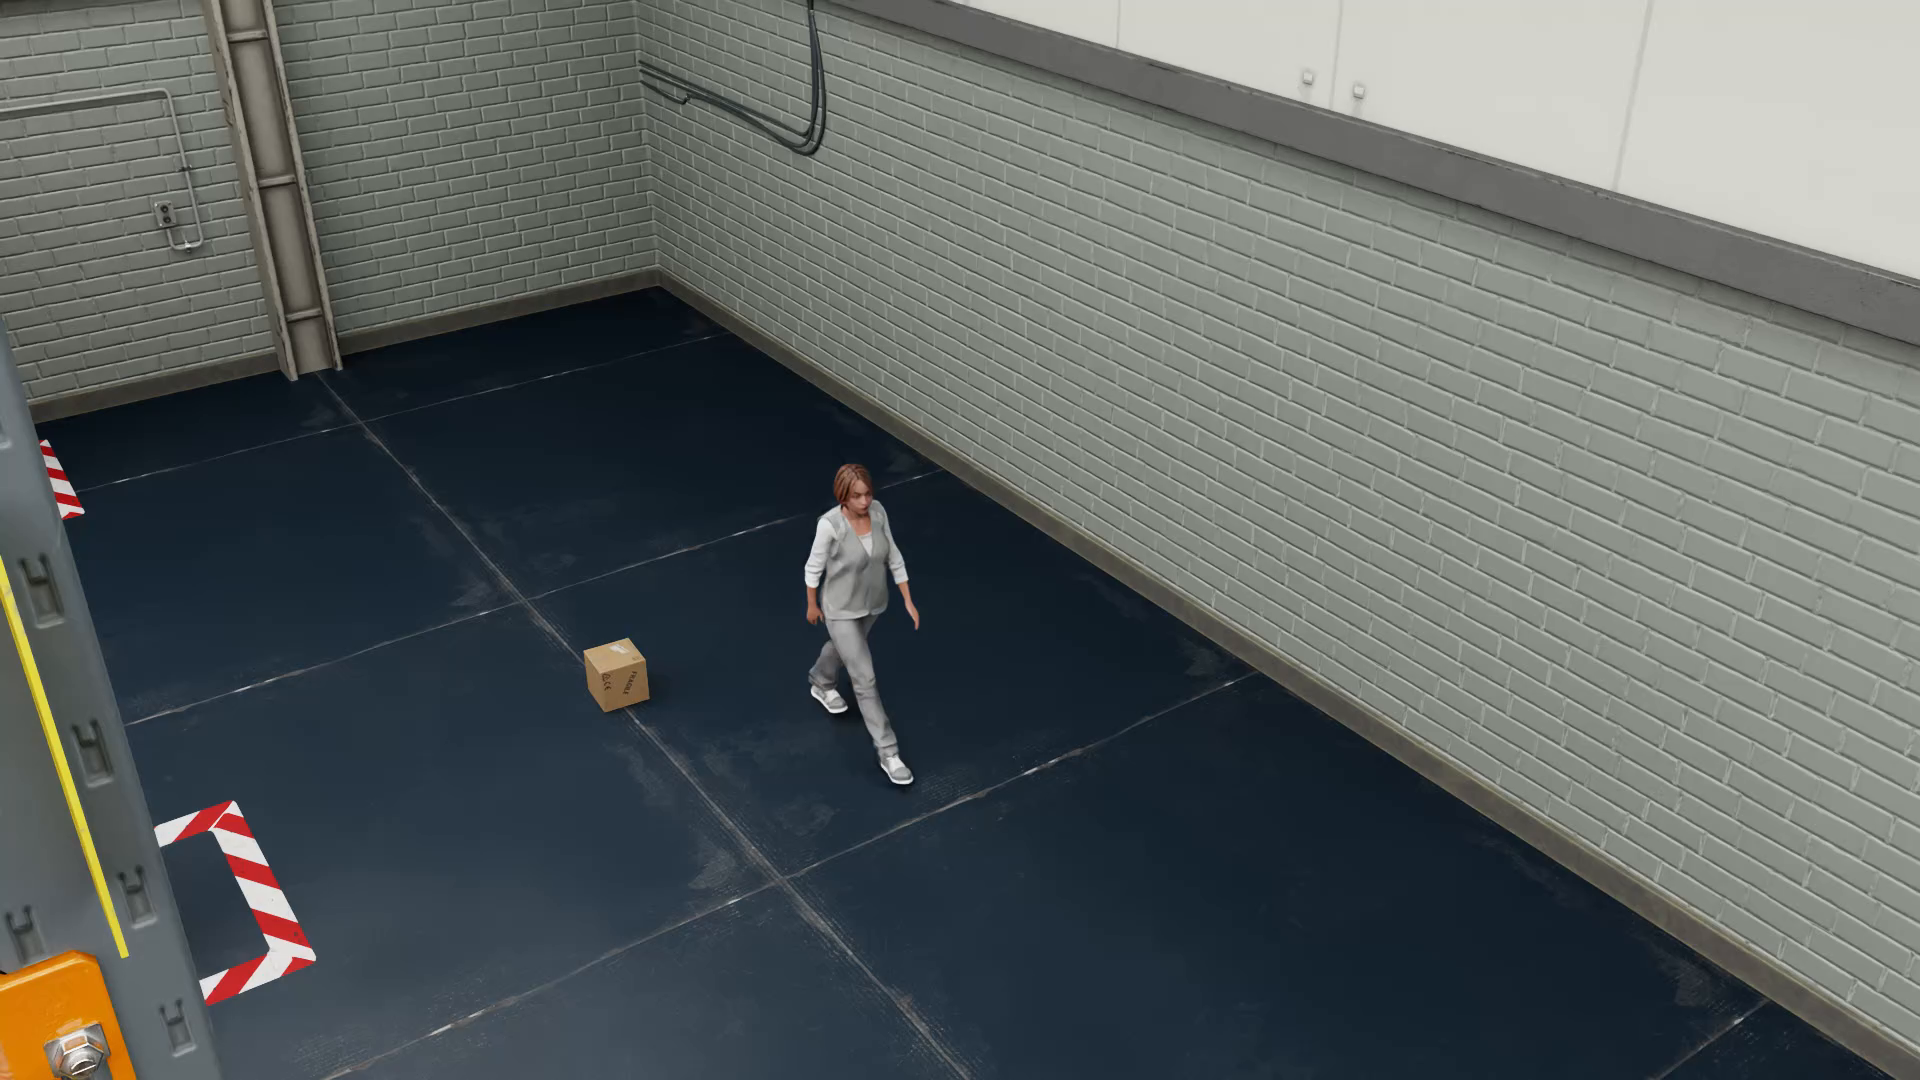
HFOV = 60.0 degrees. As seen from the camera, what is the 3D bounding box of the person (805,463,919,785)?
[{"bbox_3d":[-0.472,0.321,8.074,0.444,1.531,0.978,-23,36,-35],"label":"person"}]
